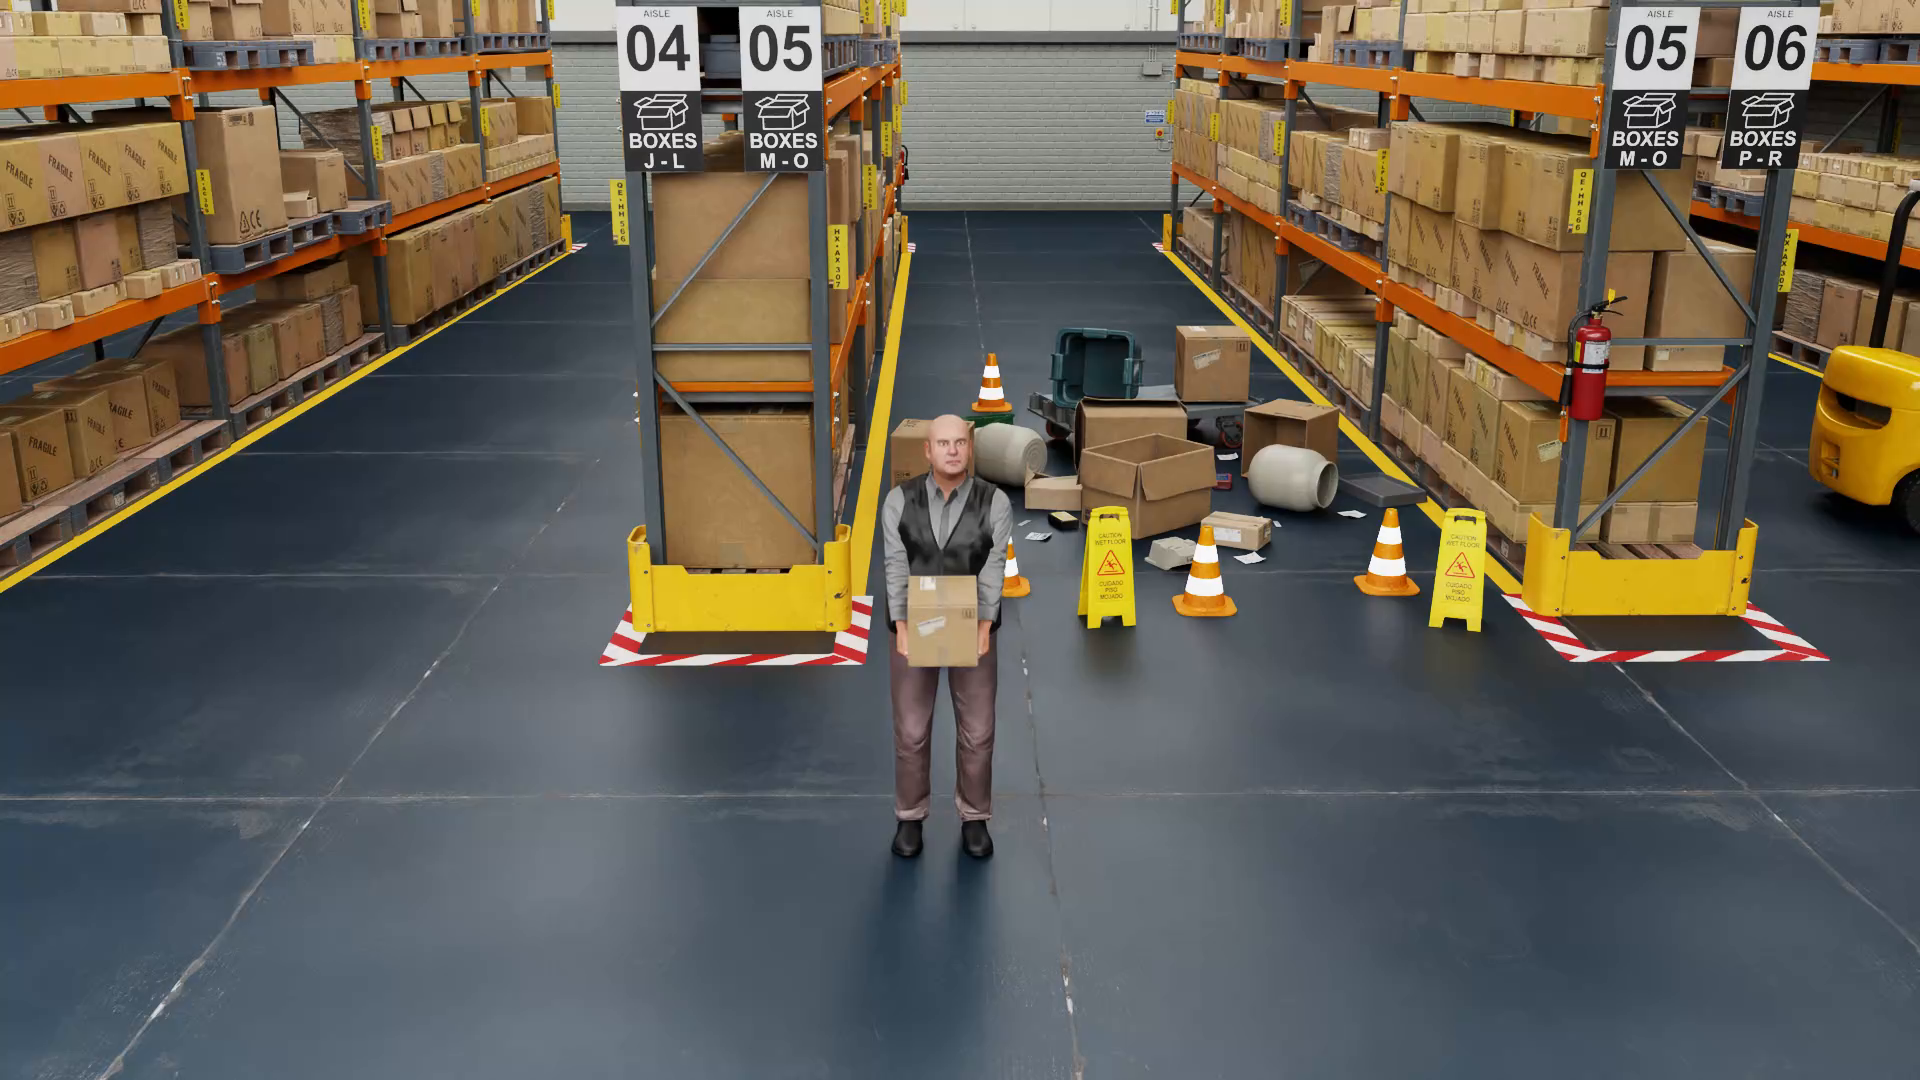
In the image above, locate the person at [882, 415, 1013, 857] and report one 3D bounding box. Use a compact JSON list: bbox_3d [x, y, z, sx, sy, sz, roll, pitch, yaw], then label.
[{"bbox_3d":[-0.047,0.398,6.299,0.494,1.711,0.551,0,17,-1],"label":"person"}]
